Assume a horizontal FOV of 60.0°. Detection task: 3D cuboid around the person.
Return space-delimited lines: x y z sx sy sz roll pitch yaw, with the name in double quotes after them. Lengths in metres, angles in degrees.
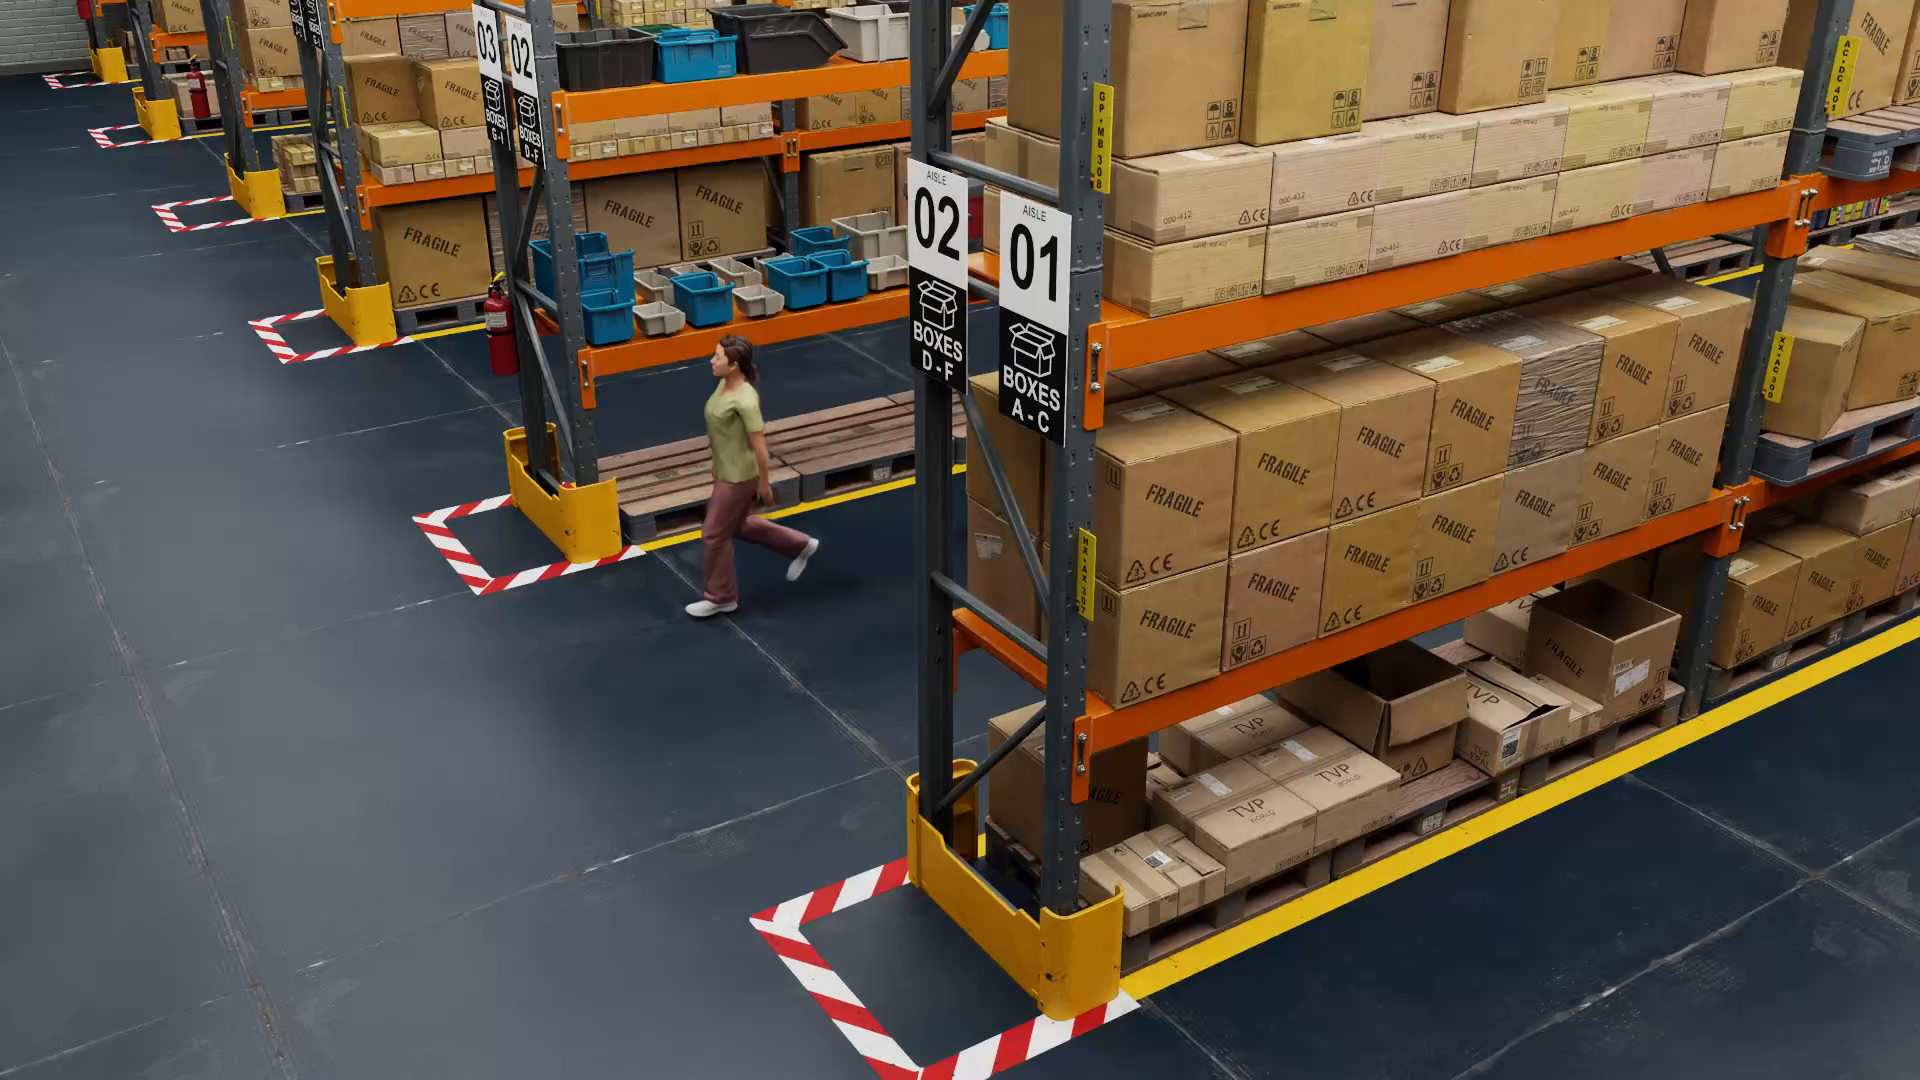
-1.208 -0.381 9.412 0.829 1.633 0.464 -8 26 -17 "person"
